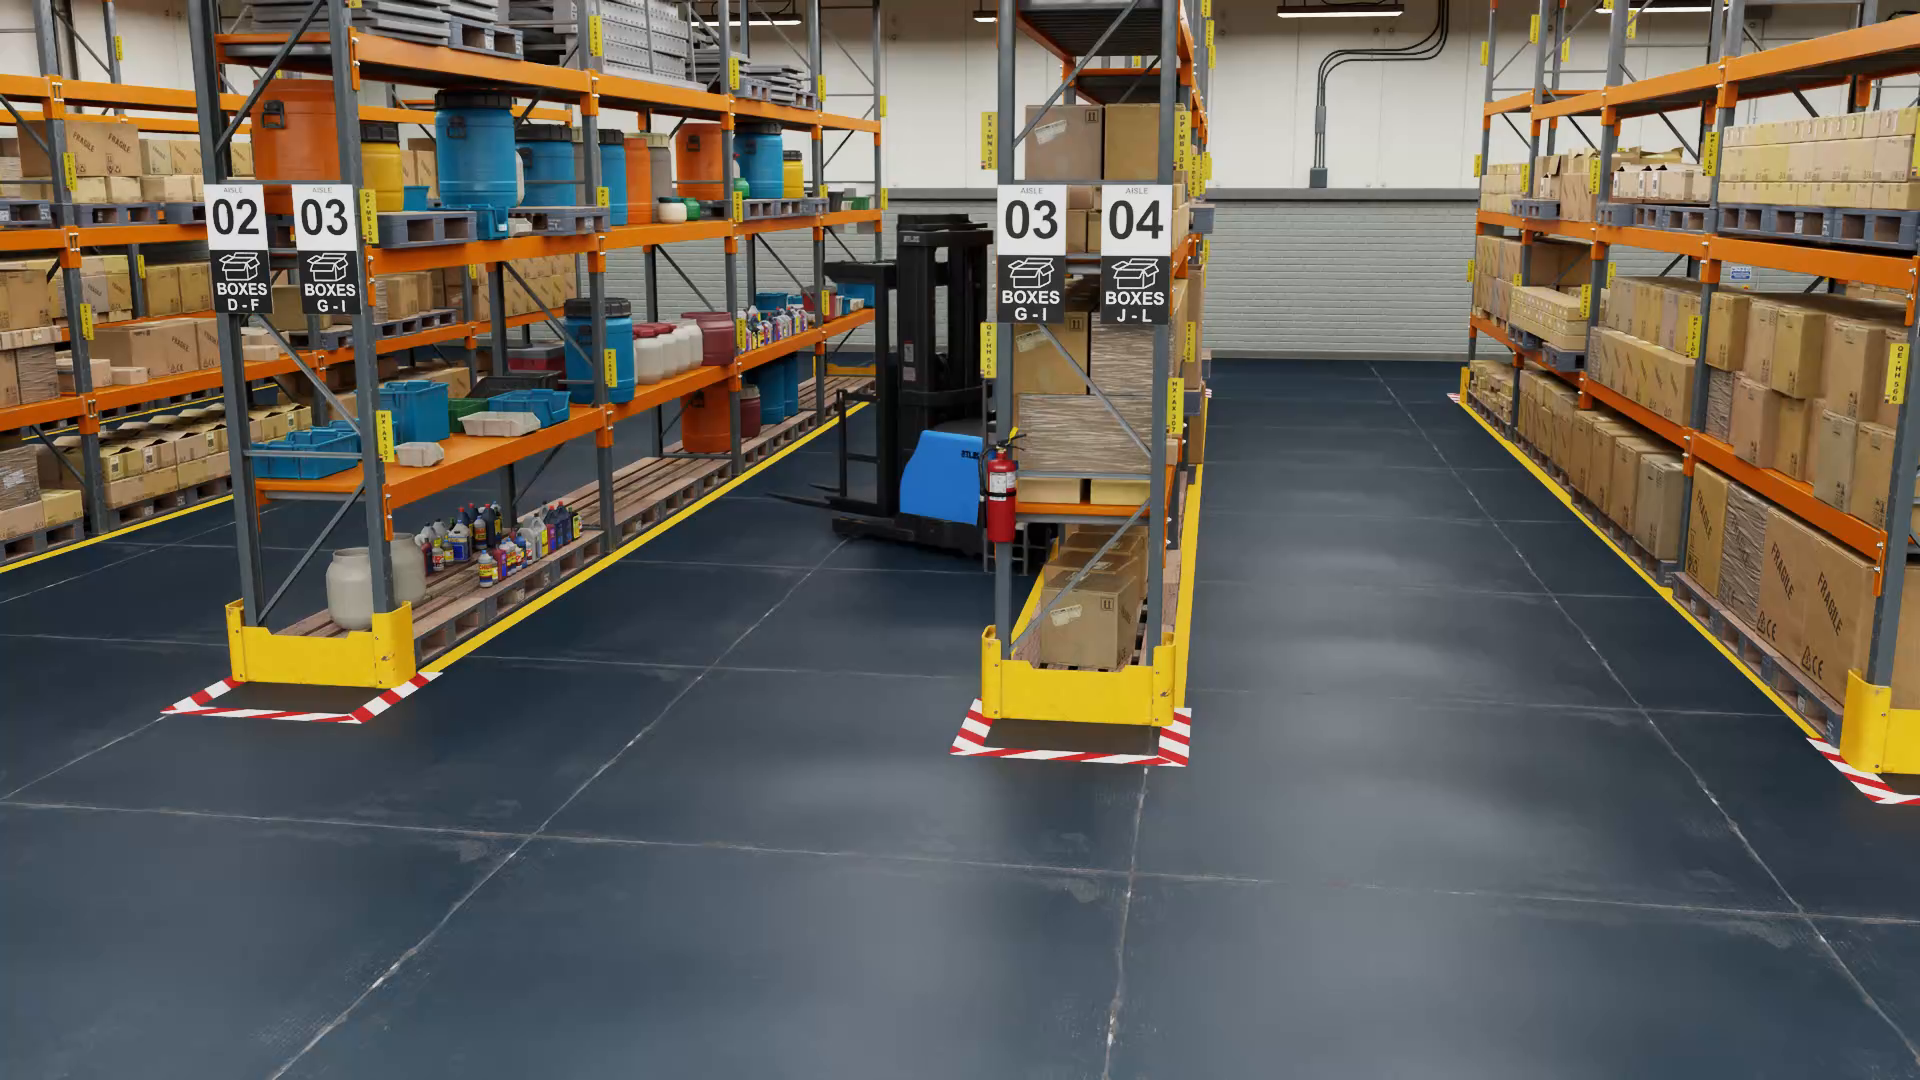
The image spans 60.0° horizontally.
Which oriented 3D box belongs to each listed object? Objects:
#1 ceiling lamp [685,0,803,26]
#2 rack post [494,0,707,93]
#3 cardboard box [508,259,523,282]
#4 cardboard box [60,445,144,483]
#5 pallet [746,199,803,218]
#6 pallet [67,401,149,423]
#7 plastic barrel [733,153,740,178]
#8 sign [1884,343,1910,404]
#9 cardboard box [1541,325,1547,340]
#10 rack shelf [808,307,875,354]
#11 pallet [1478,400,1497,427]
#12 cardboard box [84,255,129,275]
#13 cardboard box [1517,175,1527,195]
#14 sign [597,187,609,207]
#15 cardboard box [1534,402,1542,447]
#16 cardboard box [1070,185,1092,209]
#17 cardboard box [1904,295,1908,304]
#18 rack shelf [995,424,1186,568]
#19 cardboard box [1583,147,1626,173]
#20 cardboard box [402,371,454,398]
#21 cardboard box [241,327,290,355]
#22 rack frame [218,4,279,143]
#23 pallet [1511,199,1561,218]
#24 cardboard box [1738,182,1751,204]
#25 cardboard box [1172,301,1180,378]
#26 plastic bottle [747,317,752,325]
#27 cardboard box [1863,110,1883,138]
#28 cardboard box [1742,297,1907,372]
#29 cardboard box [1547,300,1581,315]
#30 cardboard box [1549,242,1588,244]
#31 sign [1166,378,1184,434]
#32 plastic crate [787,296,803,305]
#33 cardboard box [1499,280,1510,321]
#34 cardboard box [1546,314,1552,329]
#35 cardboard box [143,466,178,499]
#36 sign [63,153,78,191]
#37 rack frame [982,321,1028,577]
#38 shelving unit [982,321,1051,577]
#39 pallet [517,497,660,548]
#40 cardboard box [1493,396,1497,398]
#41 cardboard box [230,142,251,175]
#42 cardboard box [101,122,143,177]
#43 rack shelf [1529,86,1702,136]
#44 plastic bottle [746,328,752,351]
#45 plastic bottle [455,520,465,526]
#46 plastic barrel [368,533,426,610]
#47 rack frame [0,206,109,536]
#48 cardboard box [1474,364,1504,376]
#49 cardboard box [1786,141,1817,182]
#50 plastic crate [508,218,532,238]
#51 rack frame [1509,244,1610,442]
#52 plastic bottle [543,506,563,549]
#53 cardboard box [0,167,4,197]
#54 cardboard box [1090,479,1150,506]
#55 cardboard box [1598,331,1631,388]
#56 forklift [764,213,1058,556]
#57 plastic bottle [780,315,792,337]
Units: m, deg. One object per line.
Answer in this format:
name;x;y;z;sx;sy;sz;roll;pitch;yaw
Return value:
ceiling lamp;-3.726;-10.293;27.797;2.000;3.185;0.800;2;12;9
rack post;-3.344;-4.814;15.754;1.013;1.000;3.121;2;12;9
cardboard box;-6.717;-4.039;24.260;0.500;0.500;0.500;2;12;7
cardboard box;-8.146;-0.746;15.789;0.500;0.311;0.500;2;12;9
pallet;-2.527;-4.008;20.056;1.003;0.211;1.213;2;12;9
pallet;-12.165;-1.831;23.246;1.003;0.211;1.213;2;12;9
plastic barrel;-2.823;-4.316;19.716;0.433;0.535;0.433;0;12;0
sign;5.068;-0.898;8.988;0.100;0.325;0.005;2;12;9
cardboard box;6.615;-2.275;18.284;0.380;0.149;0.250;1;12;6
rack shelf;-2.024;-3.101;24.227;1.077;0.370;4.000;2;12;9
pallet;7.701;-1.727;22.761;1.003;0.211;1.213;2;12;9
cardboard box;-11.940;-3.823;23.096;0.500;0.250;0.500;2;12;10
cardboard box;7.268;-4.436;20.763;0.500;0.250;0.500;1;12;6
sign;-3.020;-2.822;14.082;0.100;0.325;0.005;2;12;9
cardboard box;6.925;-1.313;19.157;0.500;0.500;0.500;2;12;10
cardboard box;0.607;-2.084;10.090;0.380;0.149;0.250;1;12;7
cardboard box;12.247;-2.816;20.959;0.500;0.500;0.500;2;12;7
rack shelf;1.024;-0.443;11.891;1.077;0.370;4.000;2;12;9
cardboard box;6.702;-3.951;17.288;0.396;0.266;0.258;2;12;9
cardboard box;-7.102;-1.976;22.189;0.500;0.500;0.500;2;12;9
cardboard box;-7.940;-2.247;18.769;0.500;0.311;0.500;3;12;12
rack frame;-11.506;-7.123;26.941;1.000;3.000;0.127;2;12;9
pallet;7.248;-3.944;19.755;1.213;0.211;1.003;2;12;9
cardboard box;5.748;-2.456;11.768;0.380;0.149;0.250;2;12;9
cardboard box;1.155;-1.271;10.709;0.500;0.500;0.500;2;12;9
plastic bottle;-2.709;-2.779;21.496;0.097;0.201;0.097;0;12;0
cardboard box;5.398;-2.370;9.477;0.380;0.149;0.250;2;12;10
cardboard box;6.157;-1.436;11.875;0.875;0.550;0.550;2;12;9
cardboard box;6.574;-2.514;17.983;0.380;0.149;0.250;2;12;10
cardboard box;7.823;-3.572;21.386;0.500;0.500;0.500;2;12;7
sign;1.253;-0.784;9.711;0.100;0.325;0.005;2;12;9
plastic crate;-2.328;-3.439;24.344;0.416;0.233;0.300;2;12;9
cardboard box;7.324;-3.106;21.601;0.500;0.500;0.500;2;12;7
cardboard box;6.575;-2.370;18.019;0.380;0.149;0.250;2;12;9
cardboard box;-8.069;-0.576;16.332;0.500;0.250;0.500;2;12;10
sign;-7.907;-3.272;14.780;0.100;0.325;0.005;2;12;9
rack frame;0.373;-0.738;13.680;0.400;2.100;0.015;5;13;25
shelving unit;0.478;-0.784;13.895;0.431;2.100;0.503;5;13;25
pallet;-3.480;-0.173;15.550;1.003;0.211;1.213;2;12;9
cardboard box;7.437;-1.866;22.559;0.380;0.149;0.250;2;12;10
cardboard box;-11.436;-5.939;25.909;0.500;0.500;0.500;2;12;10
cardboard box;-8.257;-3.744;15.960;0.500;0.500;0.500;3;13;14
rack shelf;7.140;-4.663;18.186;1.077;0.370;4.000;2;12;9
plastic bottle;-2.490;-2.319;19.185;0.152;0.276;0.135;2;12;9
plastic bottle;-4.111;-0.027;13.686;0.097;0.271;0.097;0;12;0
plastic barrel;-4.074;0.229;11.978;0.421;0.512;0.421;0;12;0
rack frame;-8.456;-1.532;15.240;1.000;3.000;0.127;2;12;9
cardboard box;7.558;-2.422;23.725;0.380;0.149;0.250;2;12;8
cardboard box;5.635;-2.413;10.624;0.500;0.250;0.500;2;12;9
plastic crate;-3.409;-2.361;12.593;0.243;0.136;0.396;2;12;9
rack frame;7.448;-2.694;20.632;1.000;3.000;0.127;2;12;9
plastic bottle;-3.406;-0.108;13.874;0.144;0.351;0.185;1;12;6
cardboard box;-12.591;-4.585;21.002;0.700;0.500;0.500;3;12;12
cardboard box;0.996;-0.307;10.150;0.380;0.149;0.250;2;12;9
cardboard box;6.421;-1.720;15.873;0.500;0.500;0.500;2;12;8
forklift;-0.557;-1.523;15.360;3.031;2.935;1.130;10;16;39
plastic bottle;-2.207;-2.702;20.963;0.152;0.276;0.135;2;12;9
